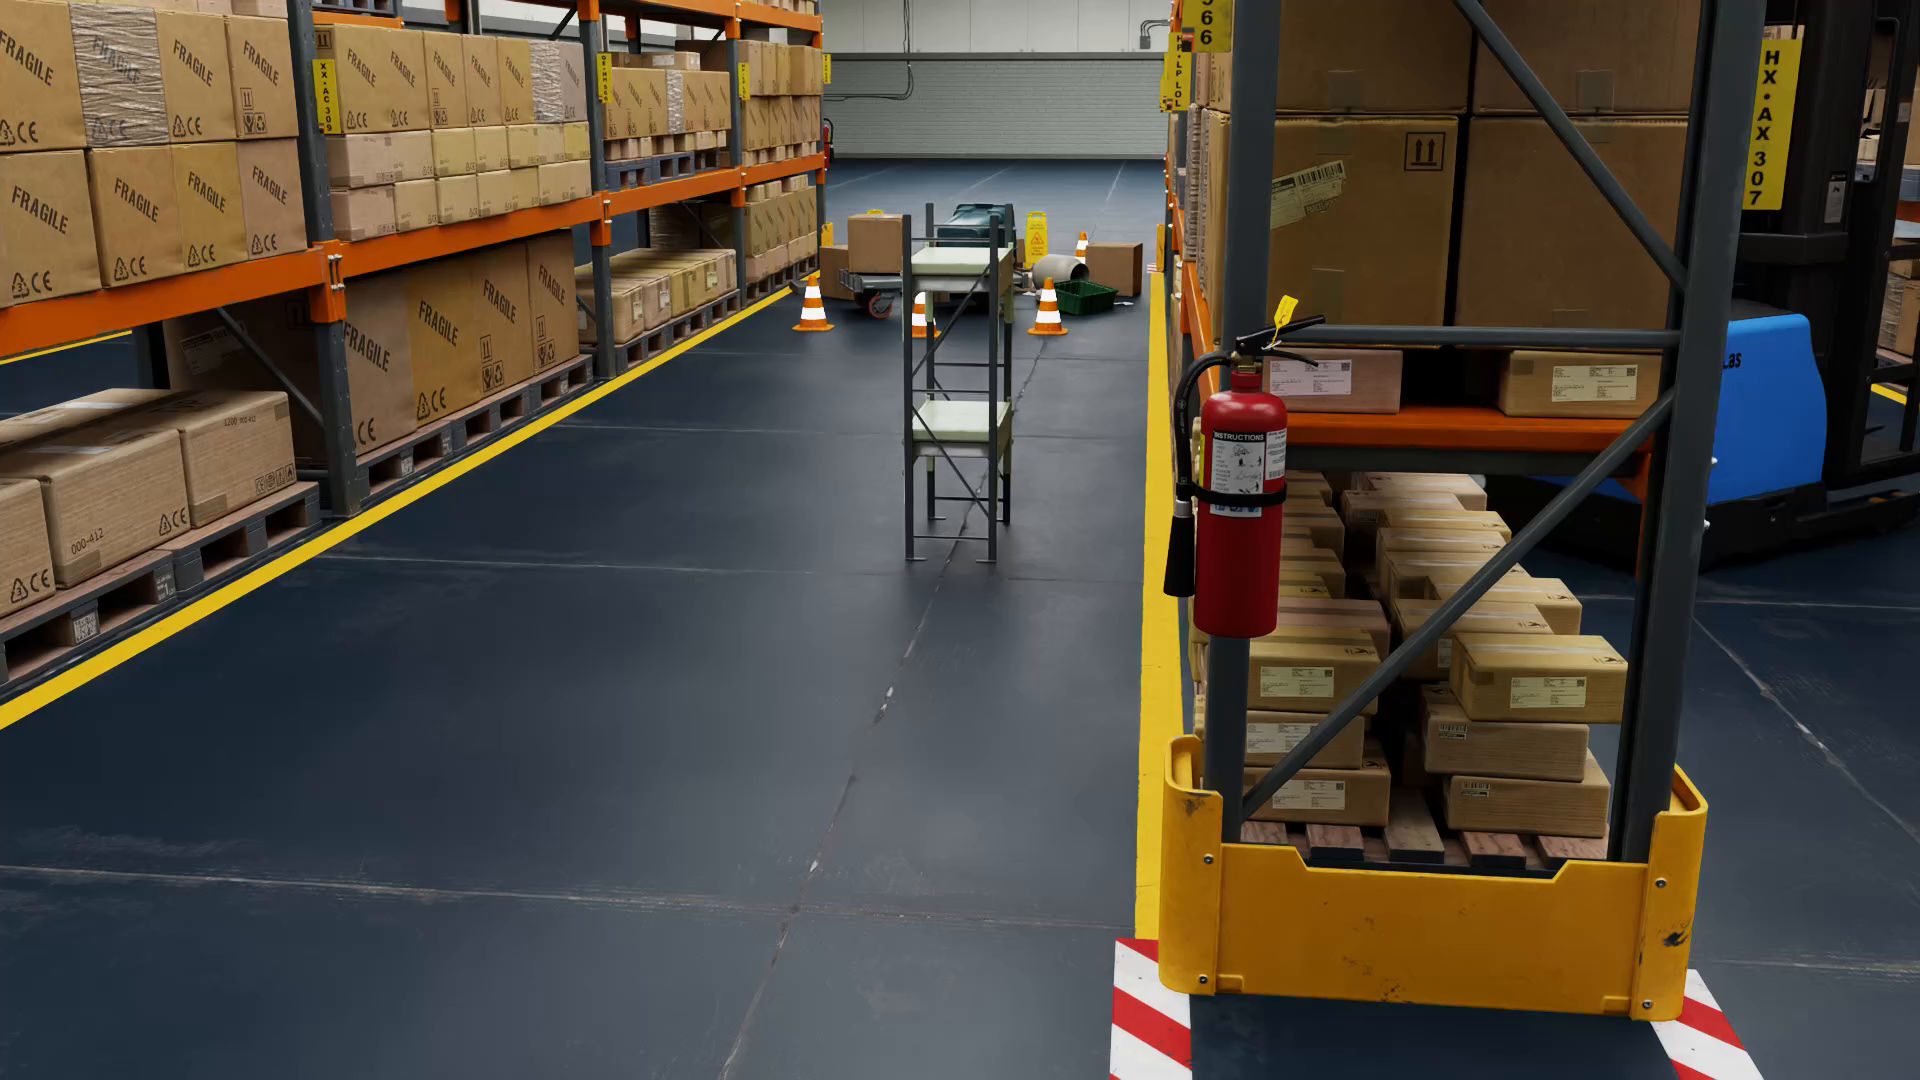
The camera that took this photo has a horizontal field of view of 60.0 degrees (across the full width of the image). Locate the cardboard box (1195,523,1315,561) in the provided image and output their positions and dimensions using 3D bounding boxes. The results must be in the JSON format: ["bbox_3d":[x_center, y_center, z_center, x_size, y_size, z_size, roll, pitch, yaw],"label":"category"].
[{"bbox_3d":[0.913,0.054,5.233,0.380,0.149,0.250,2,15,8],"label":"cardboard box"}]

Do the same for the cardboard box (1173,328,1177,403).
[{"bbox_3d":[1.455,-0.915,9.285,0.500,0.500,0.500,1,15,5],"label":"cardboard box"}]

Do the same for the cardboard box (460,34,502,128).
[{"bbox_3d":[-2.952,-2.607,9.450,0.500,0.500,0.500,1,15,5],"label":"cardboard box"}]

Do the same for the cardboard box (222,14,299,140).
[{"bbox_3d":[-3.207,-1.974,7.108,0.500,0.500,0.500,2,15,6],"label":"cardboard box"}]

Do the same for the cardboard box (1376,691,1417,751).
[{"bbox_3d":[1.396,0.496,4.740,0.380,0.149,0.250,2,15,7],"label":"cardboard box"}]

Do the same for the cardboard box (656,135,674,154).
[{"bbox_3d":[-2.525,-3.189,13.386,0.380,0.149,0.250,2,15,8],"label":"cardboard box"}]

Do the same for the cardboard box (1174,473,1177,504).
[{"bbox_3d":[1.141,-0.195,7.295,0.380,0.149,0.250,1,15,4],"label":"cardboard box"}]

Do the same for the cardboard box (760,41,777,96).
[{"bbox_3d":[-2.181,-4.562,16.112,0.700,0.500,0.500,2,15,7],"label":"cardboard box"}]

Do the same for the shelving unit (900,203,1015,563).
[{"bbox_3d":[0.001,-0.726,7.473,0.431,1.500,0.755,2,15,6],"label":"shelving unit"}]

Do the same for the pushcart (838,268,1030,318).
[{"bbox_3d":[-0.255,-2.328,15.550,1.648,0.377,0.936,-4,16,-13],"label":"pushcart"}]

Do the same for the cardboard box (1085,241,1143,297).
[{"bbox_3d":[1.559,-2.756,16.892,0.500,0.500,0.500,4,16,16],"label":"cardboard box"}]

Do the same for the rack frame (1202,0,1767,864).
[{"bbox_3d":[1.050,-0.416,3.456,1.000,3.000,0.127,2,15,6],"label":"rack frame"}]

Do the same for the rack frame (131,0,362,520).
[{"bbox_3d":[-3.429,-1.574,7.735,1.000,3.000,0.127,2,15,6],"label":"rack frame"}]

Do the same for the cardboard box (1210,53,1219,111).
[{"bbox_3d":[0.912,-1.348,4.225,0.500,0.500,0.500,1,15,4],"label":"cardboard box"}]

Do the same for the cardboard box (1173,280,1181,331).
[{"bbox_3d":[1.451,-1.283,9.208,0.500,0.250,0.500,1,15,4],"label":"cardboard box"}]

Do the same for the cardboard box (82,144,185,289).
[{"bbox_3d":[-3.322,-1.230,6.271,0.500,0.500,0.500,1,15,5],"label":"cardboard box"}]

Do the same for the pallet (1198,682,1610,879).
[{"bbox_3d":[1.185,0.700,4.668,1.003,0.211,1.213,2,15,6],"label":"pallet"}]

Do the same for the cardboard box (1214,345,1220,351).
[{"bbox_3d":[0.890,-0.584,4.556,0.380,0.149,0.250,2,15,8],"label":"cardboard box"}]

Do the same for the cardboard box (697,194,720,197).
[{"bbox_3d":[-2.614,-3.311,17.189,0.500,0.500,0.500,3,15,9],"label":"cardboard box"}]

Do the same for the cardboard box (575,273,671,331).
[{"bbox_3d":[-2.828,-1.883,13.109,0.950,0.372,0.625,1,15,5],"label":"cardboard box"}]

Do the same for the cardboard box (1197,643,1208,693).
[{"bbox_3d":[0.883,0.333,4.770,0.380,0.149,0.250,1,15,4],"label":"cardboard box"}]

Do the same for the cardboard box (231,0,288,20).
[{"bbox_3d":[-3.147,-2.328,7.176,0.380,0.149,0.250,1,15,5],"label":"cardboard box"}]

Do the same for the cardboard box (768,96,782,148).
[{"bbox_3d":[-2.096,-4.207,16.712,0.500,0.500,0.500,2,15,6],"label":"cardboard box"}]

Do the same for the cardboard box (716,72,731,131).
[{"bbox_3d":[-2.350,-3.916,14.833,0.500,0.500,0.500,1,15,5],"label":"cardboard box"}]

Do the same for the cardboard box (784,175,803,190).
[{"bbox_3d":[-1.912,-3.859,17.969,0.380,0.149,0.250,2,15,7],"label":"cardboard box"}]

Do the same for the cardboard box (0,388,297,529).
[{"bbox_3d":[-3.606,-0.380,7.424,0.875,0.438,0.875,1,15,5],"label":"cardboard box"}]

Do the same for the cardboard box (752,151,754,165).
[{"bbox_3d":[-2.195,-3.666,15.956,0.380,0.149,0.250,2,15,8],"label":"cardboard box"}]

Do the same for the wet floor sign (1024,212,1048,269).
[{"bbox_3d":[0.891,-3.496,19.353,0.267,0.644,0.232,-1,15,-3],"label":"wet floor sign"}]

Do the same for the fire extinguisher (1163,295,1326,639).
[{"bbox_3d":[0.563,-0.147,3.323,0.296,0.674,0.183,2,15,6],"label":"fire extinguisher"}]

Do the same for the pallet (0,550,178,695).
[{"bbox_3d":[-3.727,0.285,6.204,1.003,0.211,1.213,2,15,6],"label":"pallet"}]

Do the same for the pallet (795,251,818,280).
[{"bbox_3d":[-2.210,-3.110,18.760,1.003,0.211,1.213,2,15,6],"label":"pallet"}]

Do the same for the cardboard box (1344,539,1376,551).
[{"bbox_3d":[1.493,0.073,5.732,0.380,0.149,0.250,2,15,9],"label":"cardboard box"}]

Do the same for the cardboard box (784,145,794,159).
[{"bbox_3d":[-1.979,-4.127,17.661,0.380,0.149,0.250,2,15,6],"label":"cardboard box"}]

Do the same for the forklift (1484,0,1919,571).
[{"bbox_3d":[3.961,-1.556,7.800,3.031,2.935,1.130,-10,18,-32],"label":"forklift"}]

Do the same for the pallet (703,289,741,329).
[{"bbox_3d":[-2.612,-2.100,15.025,1.003,0.211,1.213,2,15,6],"label":"pallet"}]

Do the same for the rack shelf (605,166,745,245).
[{"bbox_3d":[-2.752,-2.782,13.584,1.077,0.370,4.000,2,15,6],"label":"rack shelf"}]

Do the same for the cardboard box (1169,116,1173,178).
[{"bbox_3d":[1.962,-3.188,13.514,0.500,0.500,0.500,2,15,6],"label":"cardboard box"}]

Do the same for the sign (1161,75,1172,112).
[{"bbox_3d":[1.852,-4.001,14.901,0.100,0.325,0.005,2,15,6],"label":"sign"}]

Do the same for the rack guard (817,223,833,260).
[{"bbox_3d":[-2.083,-3.459,19.498,1.175,0.500,0.348,2,15,6],"label":"rack guard"}]

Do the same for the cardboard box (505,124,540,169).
[{"bbox_3d":[-2.871,-2.380,10.048,0.500,0.250,0.500,1,15,5],"label":"cardboard box"}]

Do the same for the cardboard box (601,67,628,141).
[{"bbox_3d":[-2.696,-3.115,11.871,0.500,0.500,0.500,1,15,5],"label":"cardboard box"}]

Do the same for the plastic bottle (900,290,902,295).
[{"bbox_3d":[-0.517,-2.509,16.825,0.133,0.061,0.283,4,16,16],"label":"plastic bottle"}]

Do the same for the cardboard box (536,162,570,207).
[{"bbox_3d":[-2.818,-2.267,10.586,0.500,0.250,0.500,2,15,7],"label":"cardboard box"}]

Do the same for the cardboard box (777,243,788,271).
[{"bbox_3d":[-2.085,-2.945,17.271,0.500,0.250,0.500,1,15,6],"label":"cardboard box"}]

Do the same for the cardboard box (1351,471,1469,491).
[{"bbox_3d":[1.664,-0.198,6.163,0.380,0.149,0.250,1,15,4],"label":"cardboard box"}]

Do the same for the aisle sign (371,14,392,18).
[{"bbox_3d":[-6.708,-6.094,19.473,0.394,0.787,0.004,2,15,6],"label":"aisle sign"}]

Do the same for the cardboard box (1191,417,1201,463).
[{"bbox_3d":[1.167,-0.415,6.967,0.380,0.149,0.250,2,15,9],"label":"cardboard box"}]

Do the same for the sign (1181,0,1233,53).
[{"bbox_3d":[0.501,-1.150,3.343,0.100,0.325,0.005,2,15,6],"label":"sign"}]

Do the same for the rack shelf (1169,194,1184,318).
[{"bbox_3d":[1.727,-1.625,9.305,1.077,0.370,4.000,2,15,6],"label":"rack shelf"}]

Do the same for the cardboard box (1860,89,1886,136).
[{"bbox_3d":[7.217,-3.157,12.587,0.797,0.503,0.637,3,15,12],"label":"cardboard box"}]

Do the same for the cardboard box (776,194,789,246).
[{"bbox_3d":[-2.082,-3.304,17.163,0.500,0.500,0.500,3,15,9],"label":"cardboard box"}]

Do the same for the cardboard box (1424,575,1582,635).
[{"bbox_3d":[1.514,0.207,4.666,0.380,0.149,0.250,2,15,6],"label":"cardboard box"}]

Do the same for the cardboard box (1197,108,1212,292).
[{"bbox_3d":[0.956,-0.998,4.844,0.500,0.500,0.500,2,15,6],"label":"cardboard box"}]

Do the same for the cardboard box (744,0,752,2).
[{"bbox_3d":[-2.159,-5.115,15.566,0.380,0.149,0.250,2,15,6],"label":"cardboard box"}]

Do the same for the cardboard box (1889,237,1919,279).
[{"bbox_3d":[6.965,-1.999,11.819,0.500,0.250,0.500,3,16,13],"label":"cardboard box"}]
